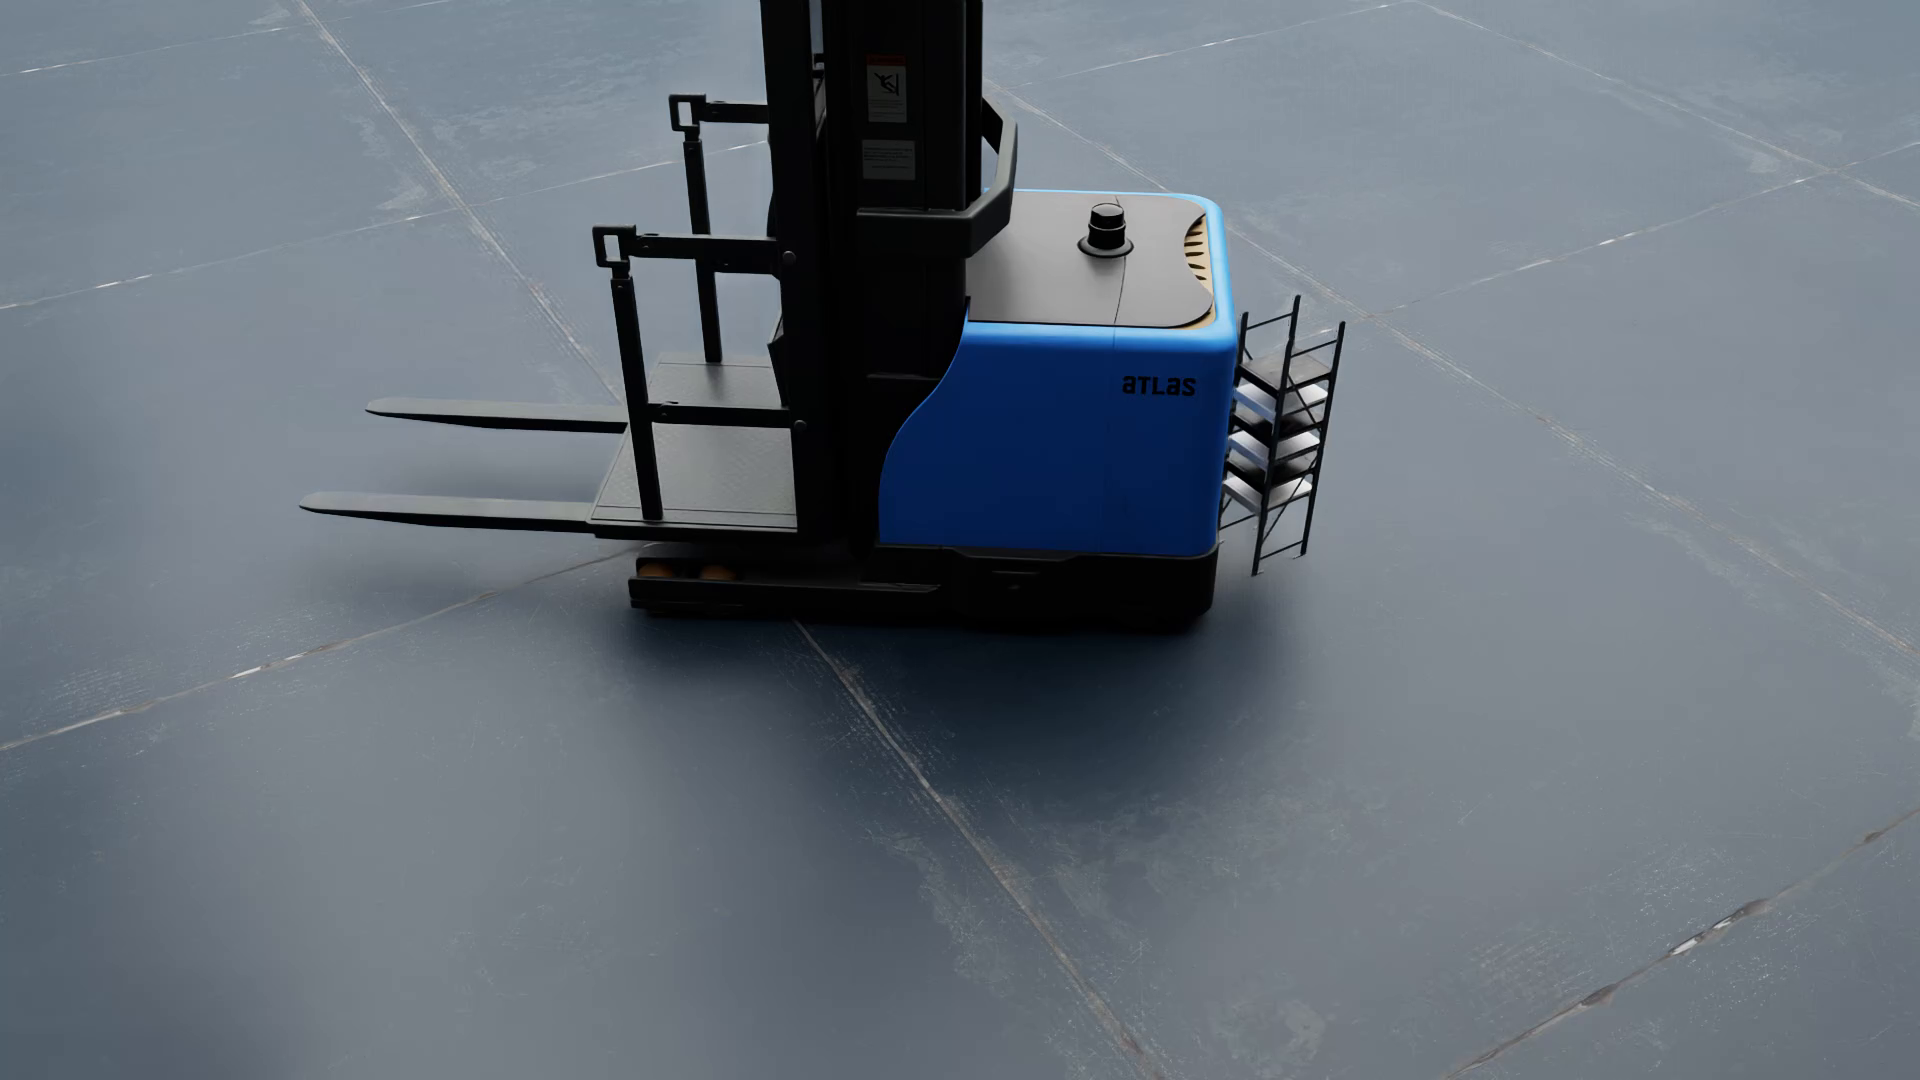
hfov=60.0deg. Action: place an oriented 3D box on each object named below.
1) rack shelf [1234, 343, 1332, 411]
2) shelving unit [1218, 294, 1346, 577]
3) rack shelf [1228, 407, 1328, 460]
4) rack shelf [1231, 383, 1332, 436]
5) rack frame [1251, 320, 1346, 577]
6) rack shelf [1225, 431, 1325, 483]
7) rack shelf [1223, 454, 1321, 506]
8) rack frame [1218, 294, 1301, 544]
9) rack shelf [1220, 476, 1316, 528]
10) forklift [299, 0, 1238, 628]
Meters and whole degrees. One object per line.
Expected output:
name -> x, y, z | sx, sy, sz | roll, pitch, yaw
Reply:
rack shelf -> 1.035, -0.521, 5.294 | 0.258, 0.077, 0.200 | -21, 41, -27
shelving unit -> 1.031, -0.330, 5.434 | 0.258, 0.900, 0.210 | -21, 41, -27
rack shelf -> 1.032, -0.376, 5.400 | 0.258, 0.077, 0.200 | -21, 41, -27
rack shelf -> 1.034, -0.448, 5.347 | 0.258, 0.077, 0.200 | -21, 41, -27
rack frame -> 1.087, -0.279, 5.366 | 0.240, 0.900, 0.006 | -21, 41, -27
rack shelf -> 1.031, -0.303, 5.453 | 0.258, 0.077, 0.200 | -21, 41, -27
rack shelf -> 1.029, -0.230, 5.506 | 0.258, 0.077, 0.200 | -21, 41, -27
rack frame -> 0.975, -0.381, 5.502 | 0.240, 0.900, 0.006 | -21, 41, -27
rack shelf -> 1.028, -0.158, 5.559 | 0.258, 0.077, 0.200 | -21, 41, -27
forklift -> -0.665, -1.244, 4.969 | 3.031, 2.935, 1.130 | 3, 36, 3
